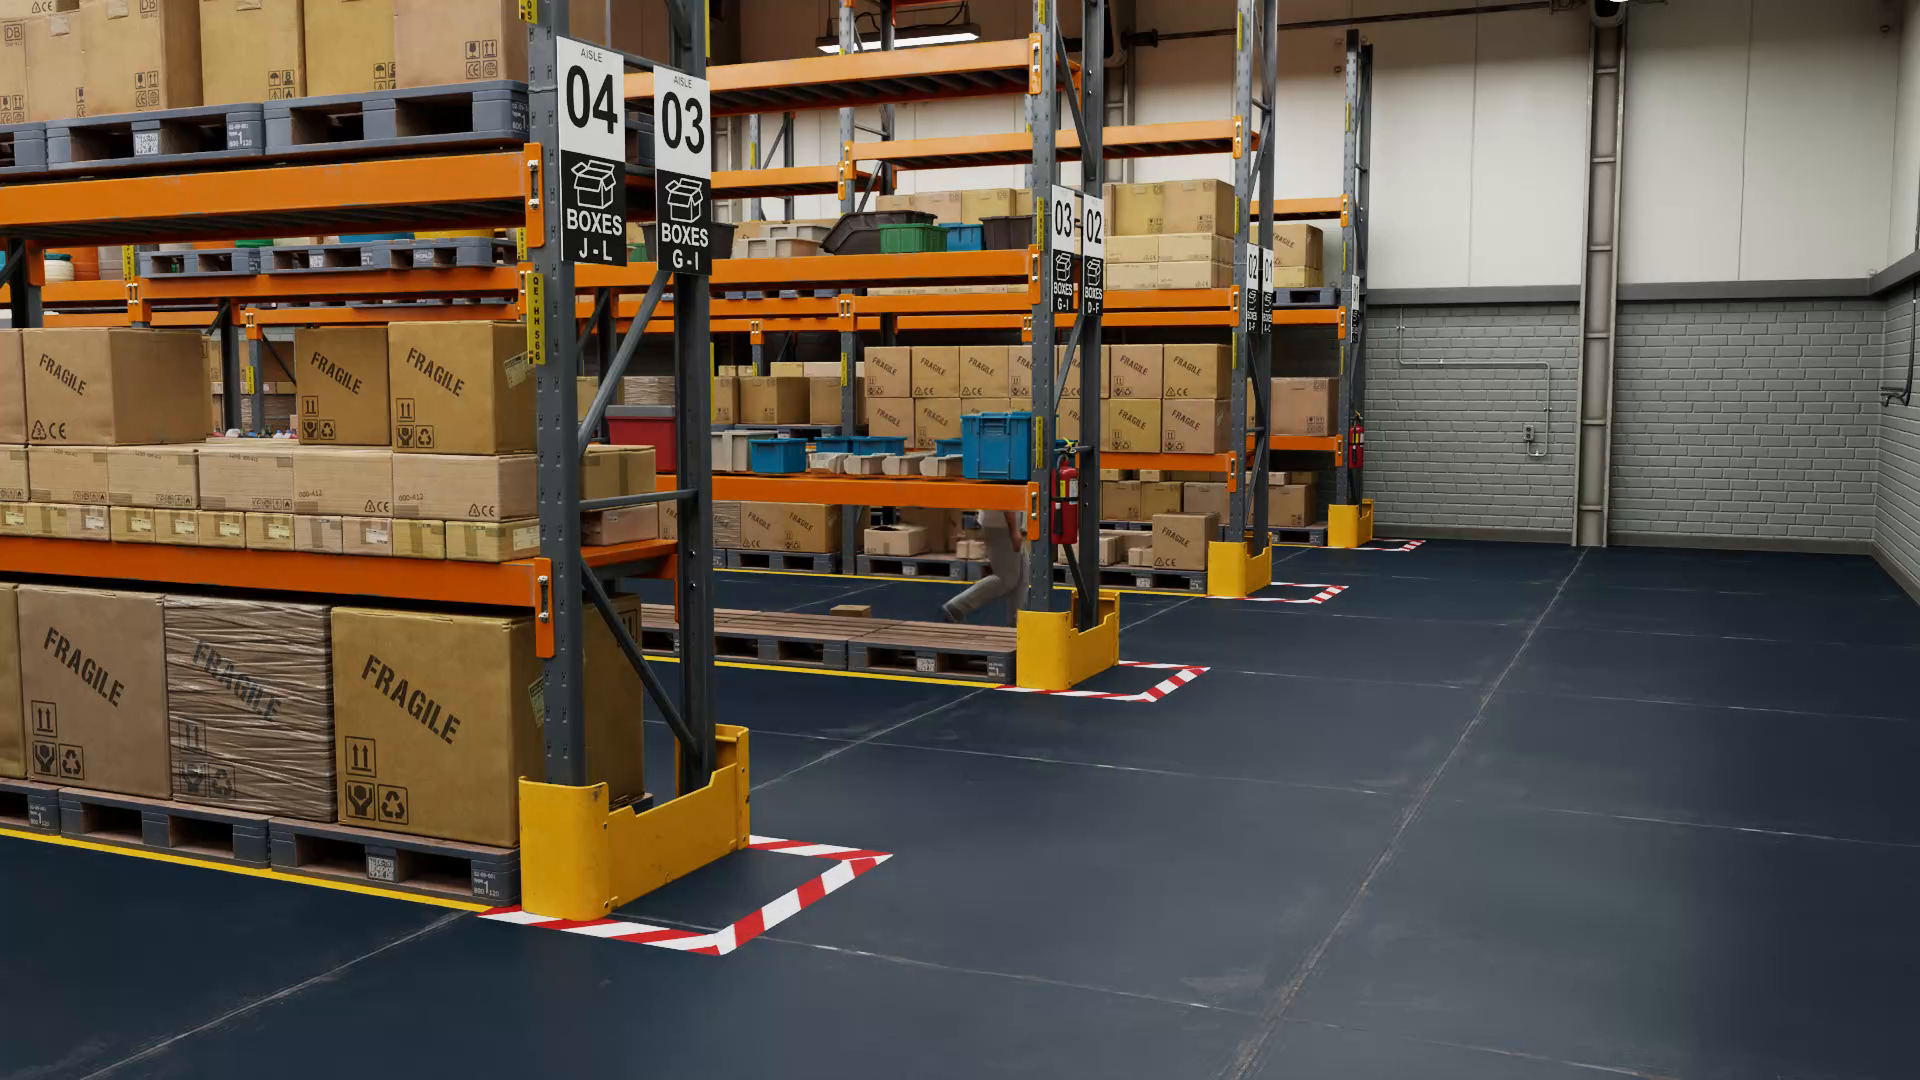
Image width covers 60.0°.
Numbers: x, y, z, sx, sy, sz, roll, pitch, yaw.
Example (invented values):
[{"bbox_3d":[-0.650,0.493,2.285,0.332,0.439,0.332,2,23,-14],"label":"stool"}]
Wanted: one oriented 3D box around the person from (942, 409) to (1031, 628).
[{"bbox_3d":[0.274,-0.115,12.483,0.854,1.738,0.523,-1,6,-6],"label":"person"}]
